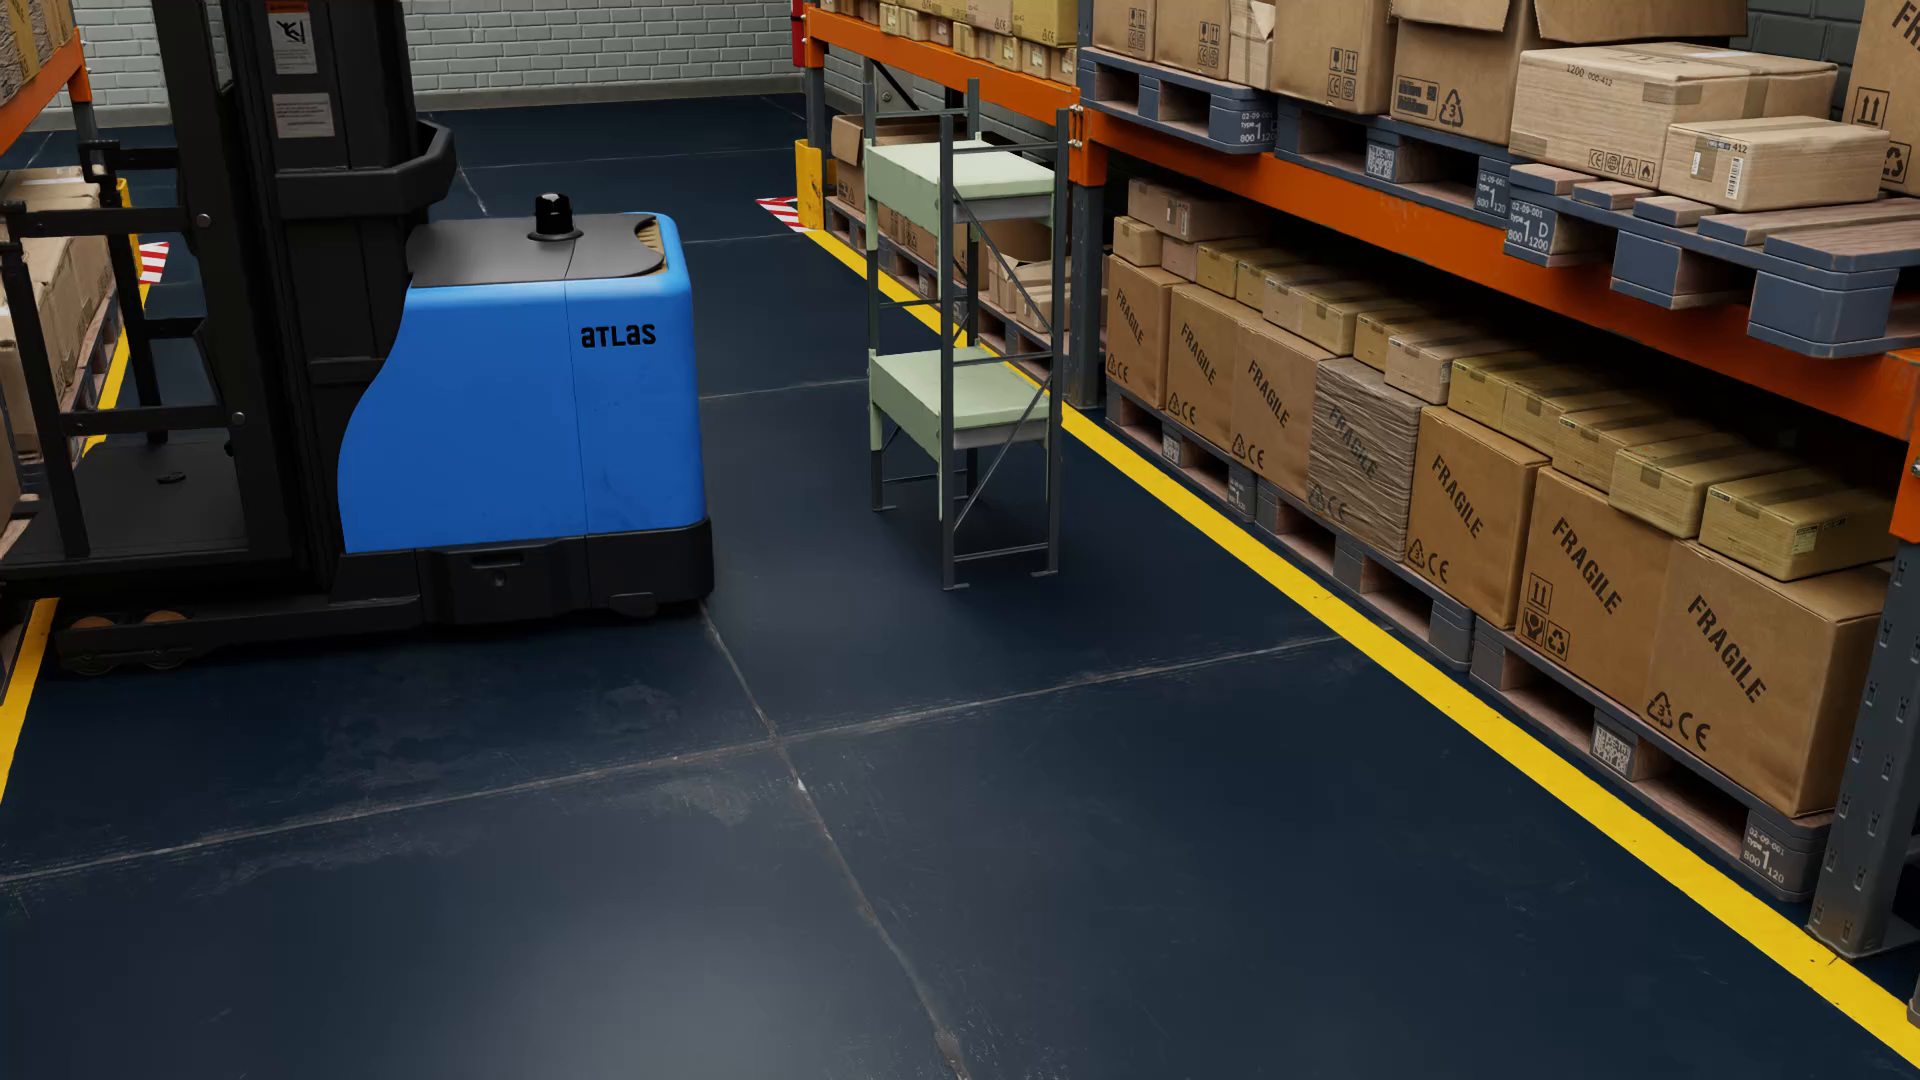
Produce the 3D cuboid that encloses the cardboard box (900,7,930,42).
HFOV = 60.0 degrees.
[{"bbox_3d":[-0.085,-2.626,8.441,0.380,0.149,0.250,-8,24,-18],"label":"cardboard box"}]

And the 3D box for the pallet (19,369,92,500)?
[{"bbox_3d":[-3.889,-0.333,6.267,1.003,0.211,1.213,-8,24,-19],"label":"pallet"}]

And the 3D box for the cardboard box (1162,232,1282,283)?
[{"bbox_3d":[0.996,-1.097,6.332,0.380,0.149,0.250,-9,24,-20],"label":"cardboard box"}]

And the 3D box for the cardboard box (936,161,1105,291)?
[{"bbox_3d":[0.295,-1.580,8.313,0.700,0.500,0.500,-9,25,-21],"label":"cardboard box"}]

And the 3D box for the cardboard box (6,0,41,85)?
[{"bbox_3d":[-4.140,-2.135,6.825,0.500,0.500,0.500,-8,24,-17],"label":"cardboard box"}]

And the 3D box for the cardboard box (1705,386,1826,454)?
[{"bbox_3d":[2.237,-0.312,4.470,0.380,0.149,0.250,-8,24,-18],"label":"cardboard box"}]

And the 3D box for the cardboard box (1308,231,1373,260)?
[{"bbox_3d":[1.540,-1.077,6.286,0.380,0.149,0.250,-8,24,-18],"label":"cardboard box"}]

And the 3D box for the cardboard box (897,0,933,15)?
[{"bbox_3d":[0.005,-2.783,8.300,0.500,0.250,0.500,-9,24,-20],"label":"cardboard box"}]

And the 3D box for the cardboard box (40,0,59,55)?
[{"bbox_3d":[-4.526,-2.507,7.706,0.500,0.500,0.500,-9,24,-20],"label":"cardboard box"}]

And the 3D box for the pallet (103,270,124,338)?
[{"bbox_3d":[-4.751,-1.219,8.371,1.003,0.211,1.213,-8,24,-19],"label":"pallet"}]

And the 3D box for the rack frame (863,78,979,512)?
[{"bbox_3d":[-0.127,-0.822,5.768,0.400,1.500,0.023,-8,24,-19],"label":"rack frame"}]

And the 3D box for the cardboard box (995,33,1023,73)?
[{"bbox_3d":[0.373,-2.161,7.339,0.380,0.149,0.250,-8,24,-18],"label":"cardboard box"}]

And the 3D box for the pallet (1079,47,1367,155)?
[{"bbox_3d":[1.129,-1.619,5.976,1.003,0.211,1.213,-8,24,-19],"label":"pallet"}]

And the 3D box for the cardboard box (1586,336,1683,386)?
[{"bbox_3d":[2.090,-0.512,4.944,0.380,0.149,0.250,-9,24,-20],"label":"cardboard box"}]

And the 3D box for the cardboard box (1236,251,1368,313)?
[{"bbox_3d":[1.207,-0.907,5.883,0.380,0.149,0.250,-9,24,-20],"label":"cardboard box"}]

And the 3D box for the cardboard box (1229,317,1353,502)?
[{"bbox_3d":[1.278,-0.474,5.690,0.500,0.500,0.500,-9,25,-21],"label":"cardboard box"}]

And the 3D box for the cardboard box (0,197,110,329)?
[{"bbox_3d":[-4.449,-1.239,7.586,0.875,0.438,0.875,-8,24,-18],"label":"cardboard box"}]

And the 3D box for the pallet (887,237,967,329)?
[{"bbox_3d":[0.272,-1.421,8.851,1.003,0.211,1.213,-8,24,-19],"label":"pallet"}]

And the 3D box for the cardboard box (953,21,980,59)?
[{"bbox_3d":[0.189,-2.349,7.785,0.380,0.149,0.250,-9,24,-20],"label":"cardboard box"}]

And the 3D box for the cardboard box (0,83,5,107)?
[{"bbox_3d":[-3.789,-1.766,5.950,0.500,0.500,0.500,-8,24,-19],"label":"cardboard box"}]

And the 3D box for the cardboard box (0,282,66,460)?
[{"bbox_3d":[-3.815,-0.586,6.037,0.875,0.438,0.875,-9,24,-20],"label":"cardboard box"}]

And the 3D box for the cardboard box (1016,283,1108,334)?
[{"bbox_3d":[0.477,-1.055,7.520,0.380,0.149,0.250,-9,25,-21],"label":"cardboard box"}]

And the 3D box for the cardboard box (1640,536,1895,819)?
[{"bbox_3d":[2.011,0.275,3.914,0.500,0.500,0.500,-8,24,-17],"label":"cardboard box"}]

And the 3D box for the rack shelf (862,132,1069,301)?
[{"bbox_3d":[0.002,-1.048,5.301,0.431,0.370,0.720,-8,24,-19],"label":"rack shelf"}]

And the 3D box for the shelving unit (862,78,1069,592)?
[{"bbox_3d":[0.002,-0.689,5.453,0.431,1.500,0.755,-8,24,-19],"label":"shelving unit"}]

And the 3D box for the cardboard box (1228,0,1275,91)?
[{"bbox_3d":[1.080,-1.587,5.286,0.396,0.266,0.258,-7,24,-16],"label":"cardboard box"}]

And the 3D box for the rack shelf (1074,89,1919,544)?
[{"bbox_3d":[1.655,-0.955,5.079,1.077,0.370,4.000,-8,24,-19],"label":"rack shelf"}]

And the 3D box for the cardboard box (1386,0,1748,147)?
[{"bbox_3d":[1.612,-1.368,4.461,0.797,0.503,0.637,-9,24,-20],"label":"cardboard box"}]

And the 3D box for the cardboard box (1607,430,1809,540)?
[{"bbox_3d":[1.825,-0.140,4.062,0.380,0.149,0.250,-10,25,-22],"label":"cardboard box"}]

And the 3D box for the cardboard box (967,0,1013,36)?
[{"bbox_3d":[0.349,-2.412,7.422,0.500,0.250,0.500,-8,24,-19],"label":"cardboard box"}]

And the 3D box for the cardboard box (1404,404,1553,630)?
[{"bbox_3d":[1.657,-0.098,4.799,0.500,0.500,0.500,-7,24,-17],"label":"cardboard box"}]

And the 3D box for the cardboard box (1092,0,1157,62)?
[{"bbox_3d":[0.910,-2.046,6.073,0.700,0.500,0.500,-8,24,-18],"label":"cardboard box"}]

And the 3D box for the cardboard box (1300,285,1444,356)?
[{"bbox_3d":[1.346,-0.721,5.440,0.380,0.149,0.250,-7,24,-17],"label":"cardboard box"}]

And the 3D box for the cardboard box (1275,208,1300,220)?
[{"bbox_3d":[1.348,-1.259,6.718,0.380,0.149,0.250,-9,25,-21],"label":"cardboard box"}]

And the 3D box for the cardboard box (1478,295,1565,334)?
[{"bbox_3d":[1.906,-0.699,5.388,0.380,0.149,0.250,-9,25,-21],"label":"cardboard box"}]

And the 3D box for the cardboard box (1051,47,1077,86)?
[{"bbox_3d":[0.599,-1.978,6.905,0.380,0.149,0.250,-8,24,-18],"label":"cardboard box"}]

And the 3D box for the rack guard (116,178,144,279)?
[{"bbox_3d":[-5.116,-1.641,8.999,1.175,0.500,0.348,-8,24,-19],"label":"rack guard"}]

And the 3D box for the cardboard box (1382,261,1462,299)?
[{"bbox_3d":[1.702,-0.880,5.819,0.380,0.149,0.250,-8,24,-18],"label":"cardboard box"}]

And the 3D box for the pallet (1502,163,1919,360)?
[{"bbox_3d":[2.056,-0.708,3.814,1.213,0.211,1.003,-8,24,-19],"label":"pallet"}]

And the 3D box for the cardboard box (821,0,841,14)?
[{"bbox_3d":[-0.605,-3.193,9.788,0.380,0.149,0.250,-9,24,-19],"label":"cardboard box"}]

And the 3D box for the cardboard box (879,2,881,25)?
[{"bbox_3d":[-0.216,-2.821,8.904,0.380,0.149,0.250,-8,24,-18],"label":"cardboard box"}]

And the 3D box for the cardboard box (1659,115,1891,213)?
[{"bbox_3d":[1.770,-0.823,3.624,0.380,0.149,0.250,-8,24,-18],"label":"cardboard box"}]

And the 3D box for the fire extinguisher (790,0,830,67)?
[{"bbox_3d":[-0.949,-3.249,10.176,0.296,0.674,0.183,-8,24,-19],"label":"fire extinguisher"}]

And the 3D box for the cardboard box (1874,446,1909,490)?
[{"bbox_3d":[2.469,-0.132,4.044,0.380,0.149,0.250,-7,24,-16],"label":"cardboard box"}]

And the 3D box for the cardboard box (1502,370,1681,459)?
[{"bbox_3d":[1.722,-0.344,4.545,0.380,0.149,0.250,-8,24,-17],"label":"cardboard box"}]

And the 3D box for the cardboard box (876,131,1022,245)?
[{"bbox_3d":[-0.072,-1.957,9.208,0.700,0.500,0.500,-7,24,-17],"label":"cardboard box"}]

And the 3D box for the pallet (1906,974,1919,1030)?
[{"bbox_3d":[2.616,1.030,3.034,1.003,0.211,1.213,-8,24,-19],"label":"pallet"}]

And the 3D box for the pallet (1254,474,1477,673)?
[{"bbox_3d":[1.706,0.007,5.463,1.003,0.211,1.213,-8,24,-19],"label":"pallet"}]

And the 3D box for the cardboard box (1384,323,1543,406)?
[{"bbox_3d":[1.508,-0.530,4.989,0.380,0.149,0.250,-10,25,-22],"label":"cardboard box"}]

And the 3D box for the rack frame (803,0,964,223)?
[{"bbox_3d":[-0.465,-3.466,10.112,1.000,3.000,0.127,-8,24,-19],"label":"rack frame"}]

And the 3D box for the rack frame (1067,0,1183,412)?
[{"bbox_3d":[0.948,-2.013,6.664,1.000,3.000,0.127,-8,24,-19],"label":"rack frame"}]

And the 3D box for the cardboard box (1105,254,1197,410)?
[{"bbox_3d":[0.909,-0.848,6.577,0.500,0.500,0.500,-7,24,-17],"label":"cardboard box"}]

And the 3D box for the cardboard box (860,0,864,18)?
[{"bbox_3d":[-0.347,-3.017,9.369,0.380,0.149,0.250,-9,24,-20],"label":"cardboard box"}]

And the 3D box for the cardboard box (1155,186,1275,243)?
[{"bbox_3d":[0.963,-1.236,6.280,0.380,0.149,0.250,-10,25,-22],"label":"cardboard box"}]

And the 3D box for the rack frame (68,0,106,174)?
[{"bbox_3d":[-5.107,-2.784,8.493,1.000,3.000,0.127,-8,24,-19],"label":"rack frame"}]

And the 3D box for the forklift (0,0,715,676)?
[{"bbox_3d":[-2.341,-1.182,4.781,3.031,2.935,1.130,-5,23,-11],"label":"forklift"}]
